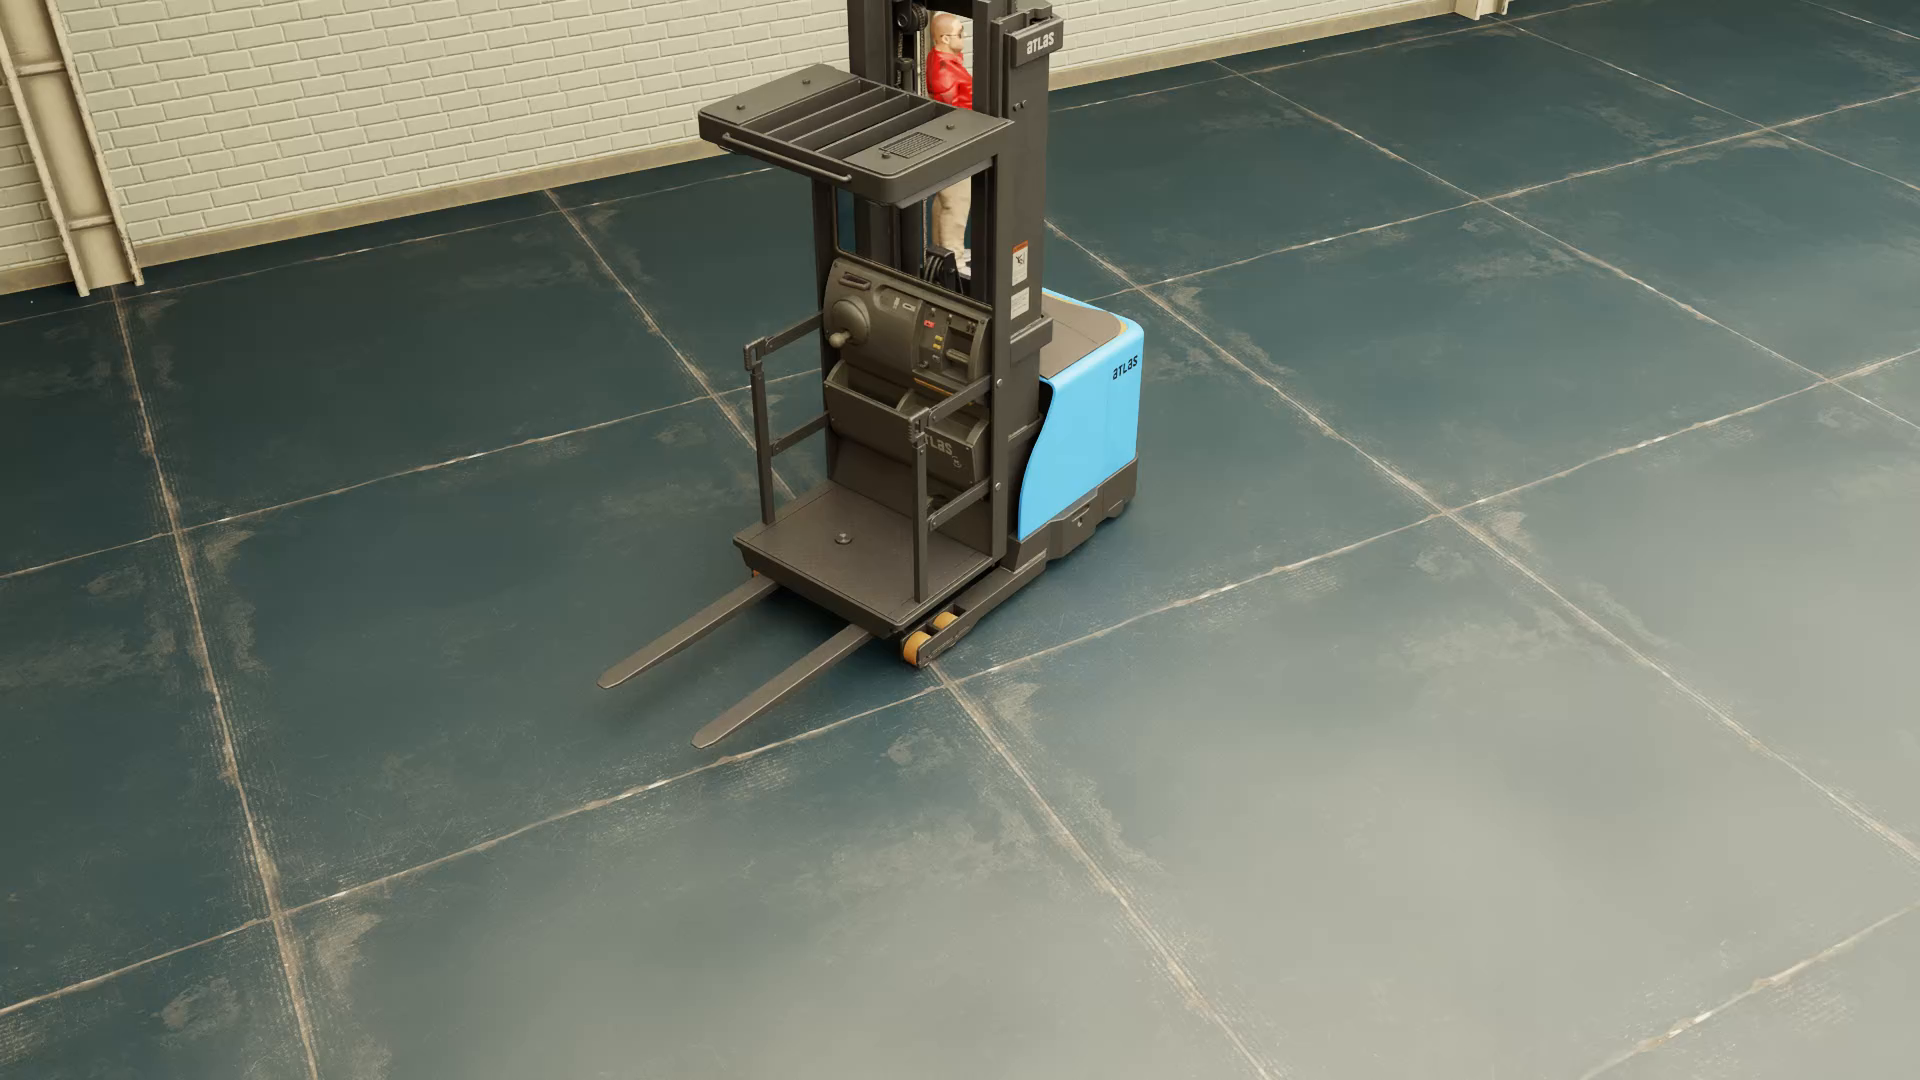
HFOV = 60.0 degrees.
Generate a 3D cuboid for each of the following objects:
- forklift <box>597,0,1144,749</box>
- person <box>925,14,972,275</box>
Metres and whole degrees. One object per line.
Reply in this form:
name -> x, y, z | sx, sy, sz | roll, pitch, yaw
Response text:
forklift -> -0.390, -0.927, 7.434 | 1.130, 2.935, 3.031 | 26, 43, 31
person -> -0.028, -2.541, 10.766 | 0.385, 1.728, 0.519 | -6, 36, -8
